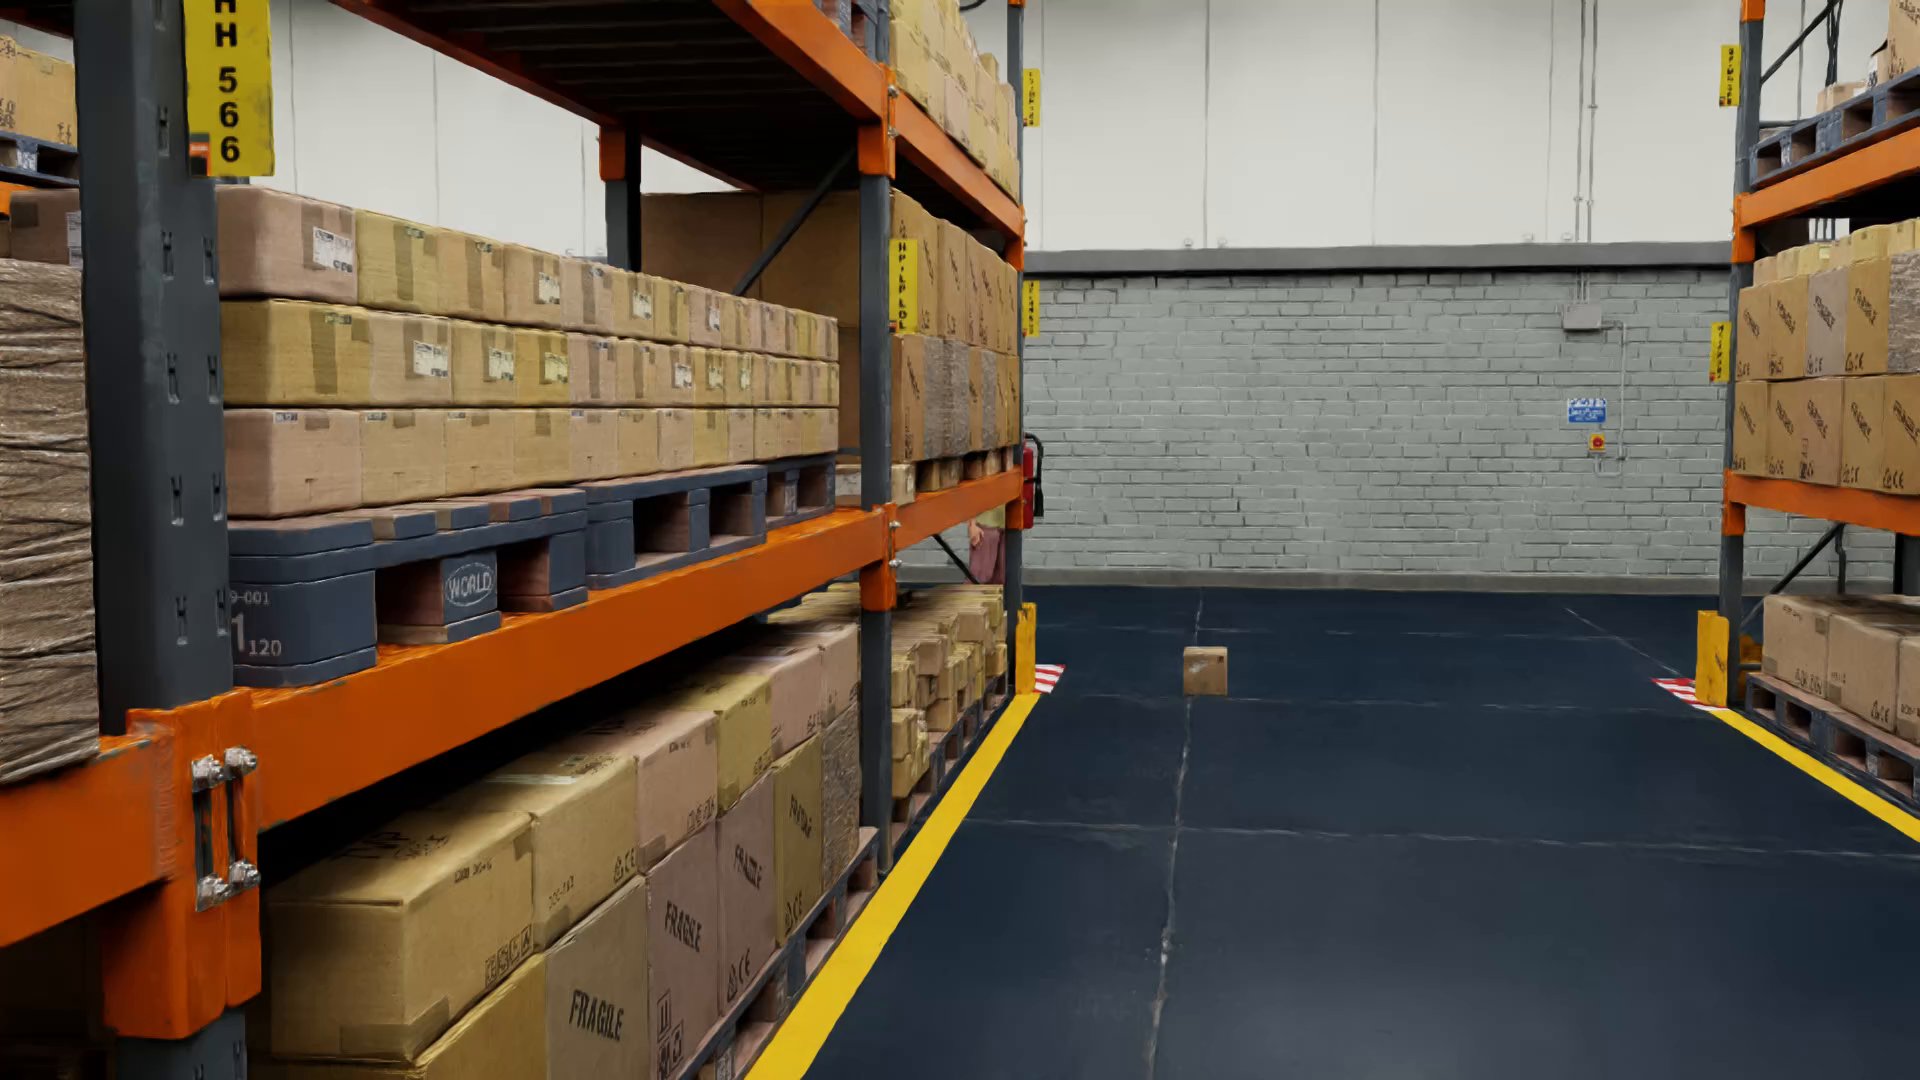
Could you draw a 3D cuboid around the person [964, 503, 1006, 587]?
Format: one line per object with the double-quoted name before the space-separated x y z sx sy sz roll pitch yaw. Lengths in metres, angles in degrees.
"person" 0.121 -0.009 11.078 0.426 1.538 0.633 4 6 43
